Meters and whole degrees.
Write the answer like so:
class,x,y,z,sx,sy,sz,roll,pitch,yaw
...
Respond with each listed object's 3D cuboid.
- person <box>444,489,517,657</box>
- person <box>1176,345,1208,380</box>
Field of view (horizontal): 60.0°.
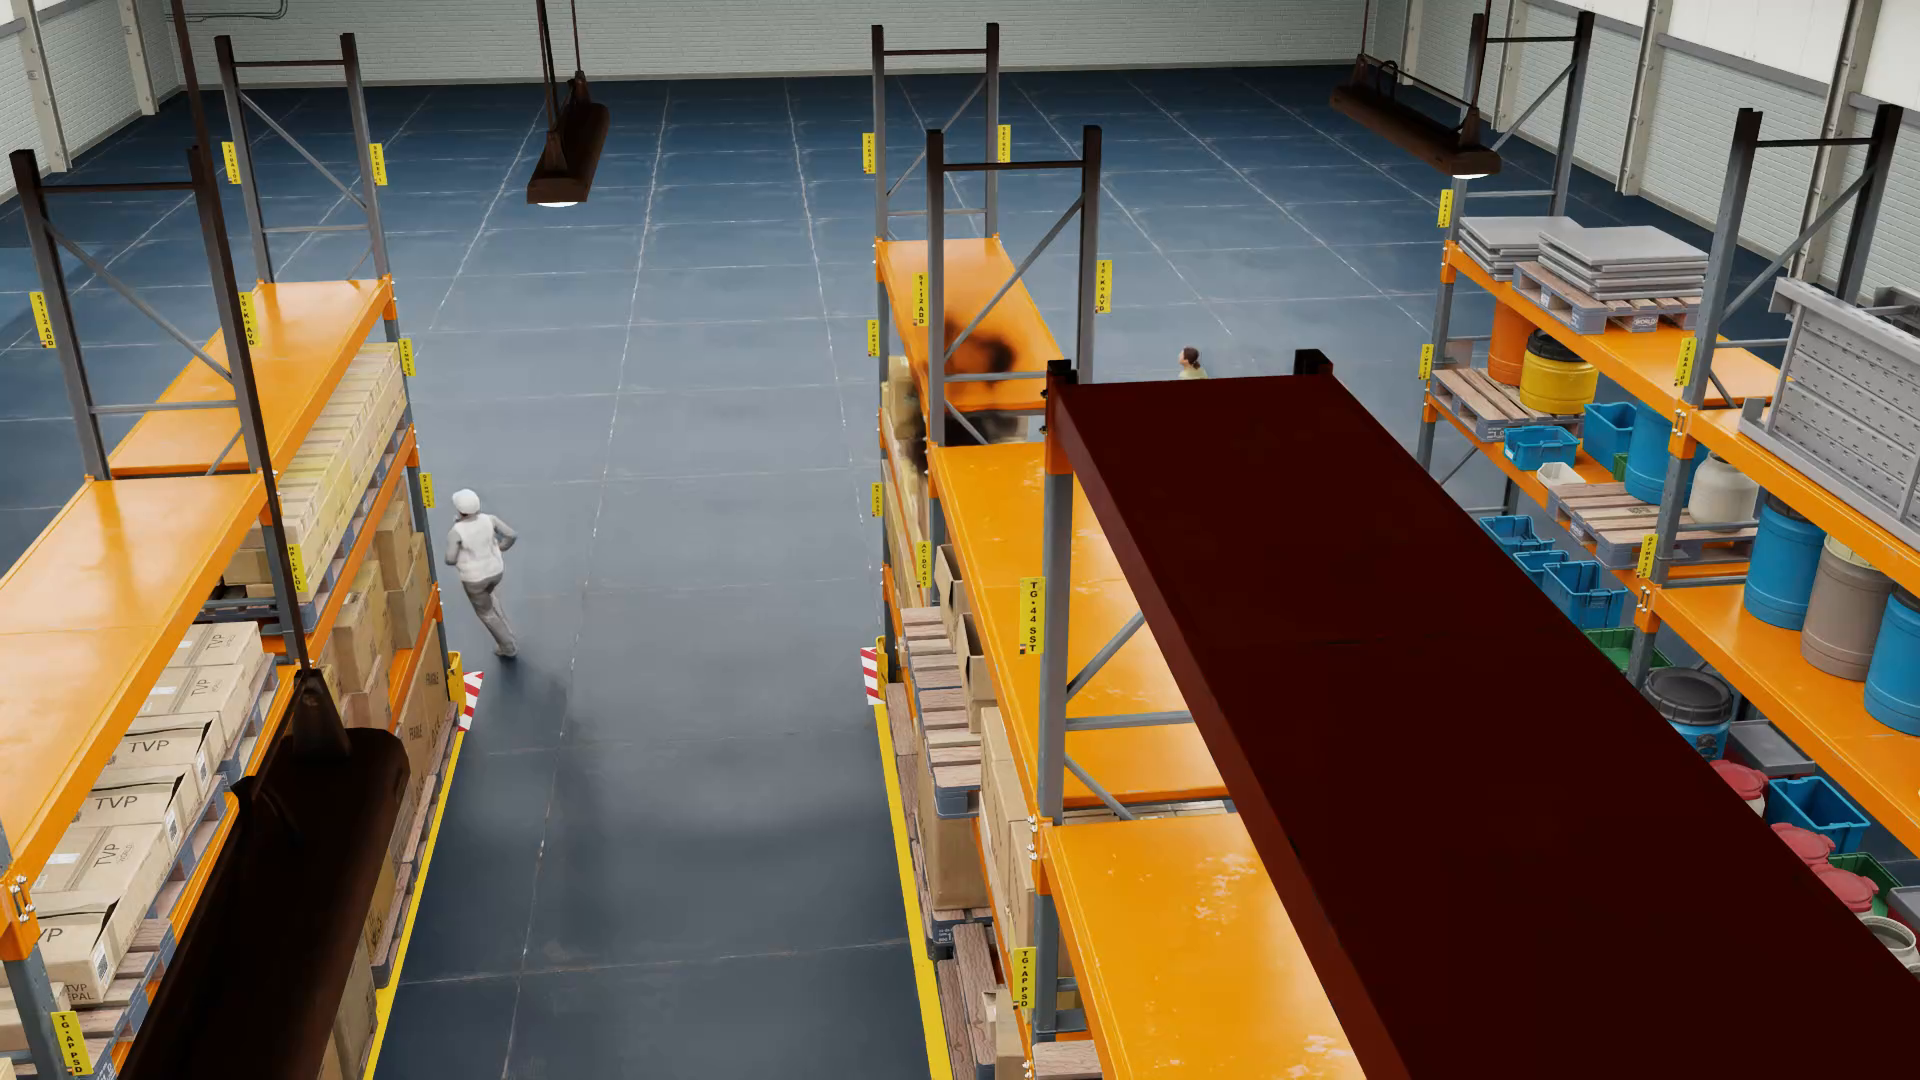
class,x,y,z,sx,sy,sz,roll,pitch,yaw
person,-4.570,0.322,15.811,0.609,1.773,0.684,22,33,38
person,2.687,-1.443,19.874,0.530,1.433,0.571,8,27,17
